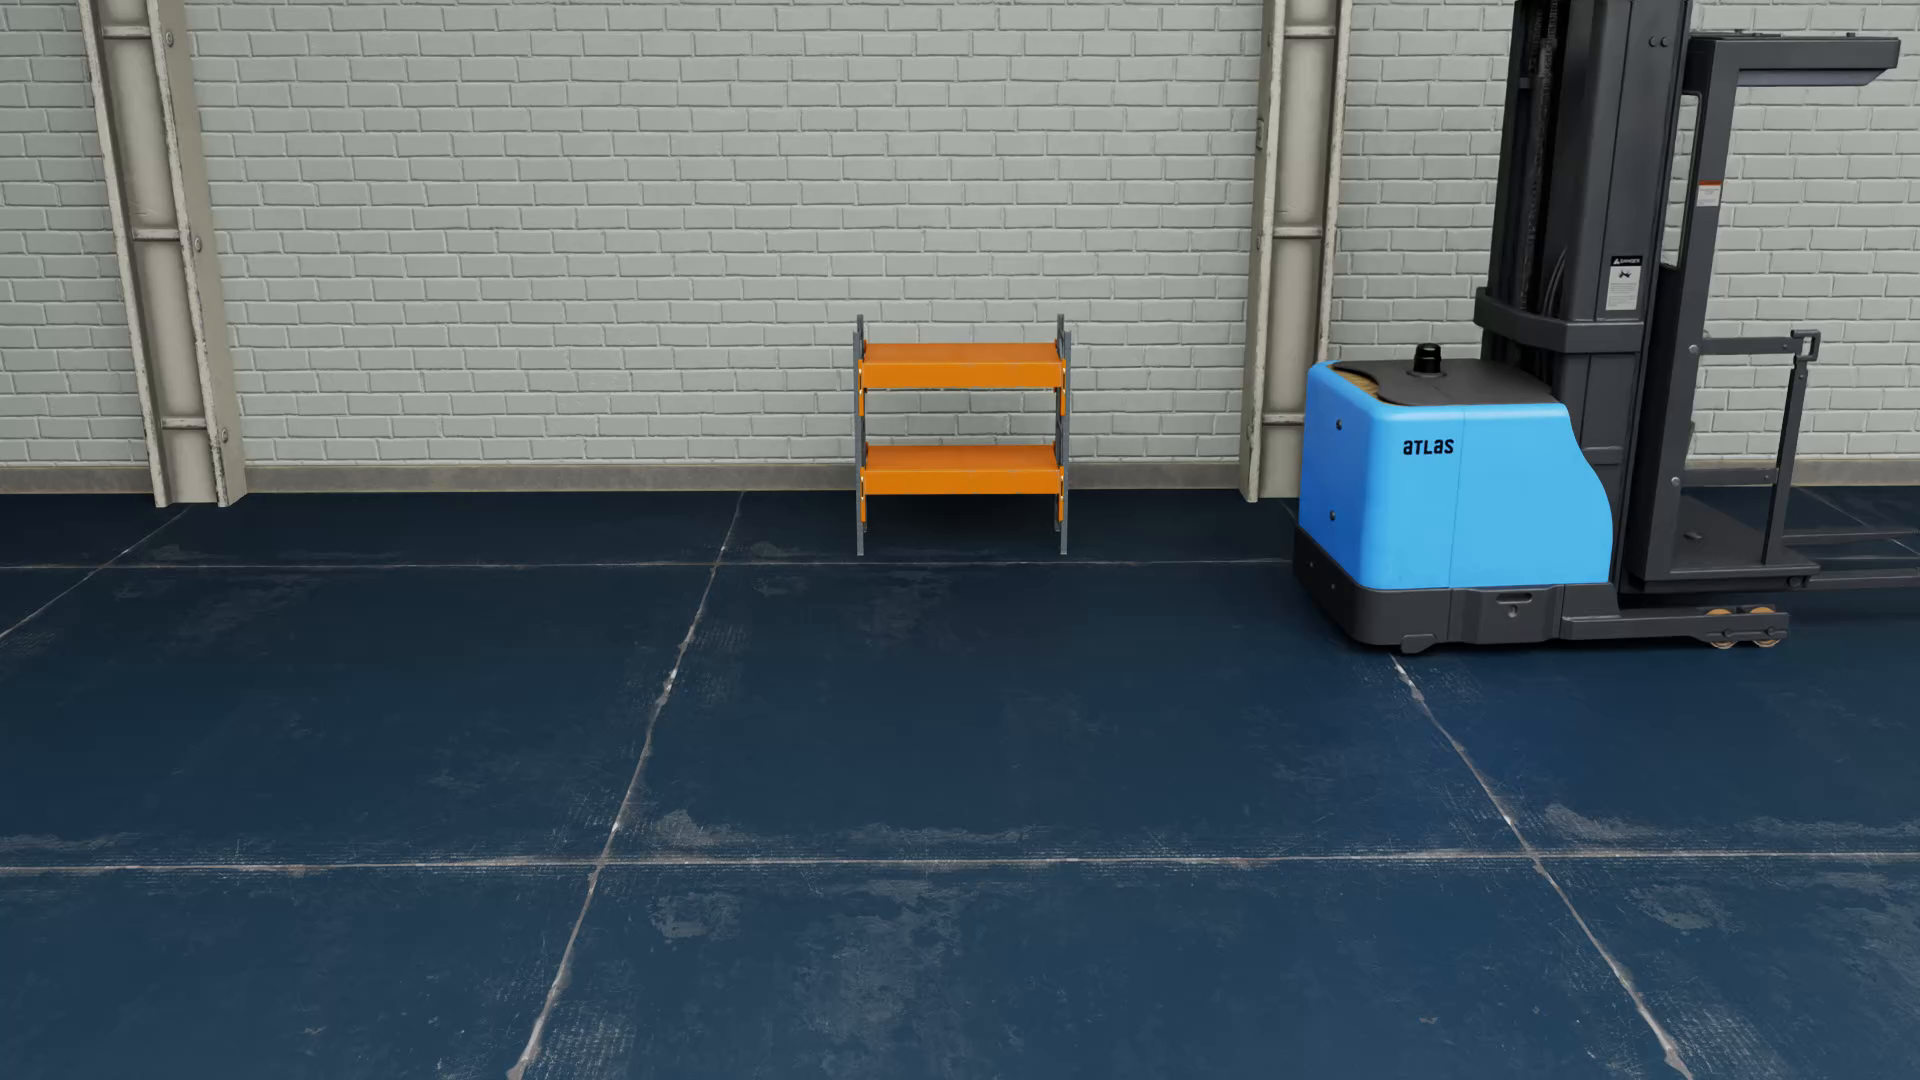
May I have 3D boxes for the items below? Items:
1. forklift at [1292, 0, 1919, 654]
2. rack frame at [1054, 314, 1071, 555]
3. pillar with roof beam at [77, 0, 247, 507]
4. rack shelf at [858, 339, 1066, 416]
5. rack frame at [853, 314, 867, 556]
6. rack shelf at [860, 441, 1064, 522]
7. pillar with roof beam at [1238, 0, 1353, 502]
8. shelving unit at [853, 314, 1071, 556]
[{"bbox_3d":[3.116,-1.091,7.151,3.031,2.935,1.130,-2,18,-6],"label":"forklift"},{"bbox_3d":[0.515,-0.538,8.384,0.032,1.125,0.500,0,18,-1],"label":"rack frame"},{"bbox_3d":[-4.146,-3.198,3.786,0.400,9.000,9.100,0,18,-1],"label":"pillar with roof beam"},{"bbox_3d":[0.007,-0.814,8.286,1.000,0.278,0.538,0,18,-1],"label":"rack shelf"},{"bbox_3d":[-0.502,-0.533,8.368,0.032,1.125,0.500,0,18,-1],"label":"rack frame"},{"bbox_3d":[0.007,-0.303,8.451,1.000,0.278,0.538,0,18,-1],"label":"rack shelf"},{"bbox_3d":[1.853,-3.227,3.876,0.400,9.000,9.100,0,18,-1],"label":"pillar with roof beam"},{"bbox_3d":[0.007,-0.536,8.376,1.048,1.125,0.538,0,18,-1],"label":"shelving unit"}]
